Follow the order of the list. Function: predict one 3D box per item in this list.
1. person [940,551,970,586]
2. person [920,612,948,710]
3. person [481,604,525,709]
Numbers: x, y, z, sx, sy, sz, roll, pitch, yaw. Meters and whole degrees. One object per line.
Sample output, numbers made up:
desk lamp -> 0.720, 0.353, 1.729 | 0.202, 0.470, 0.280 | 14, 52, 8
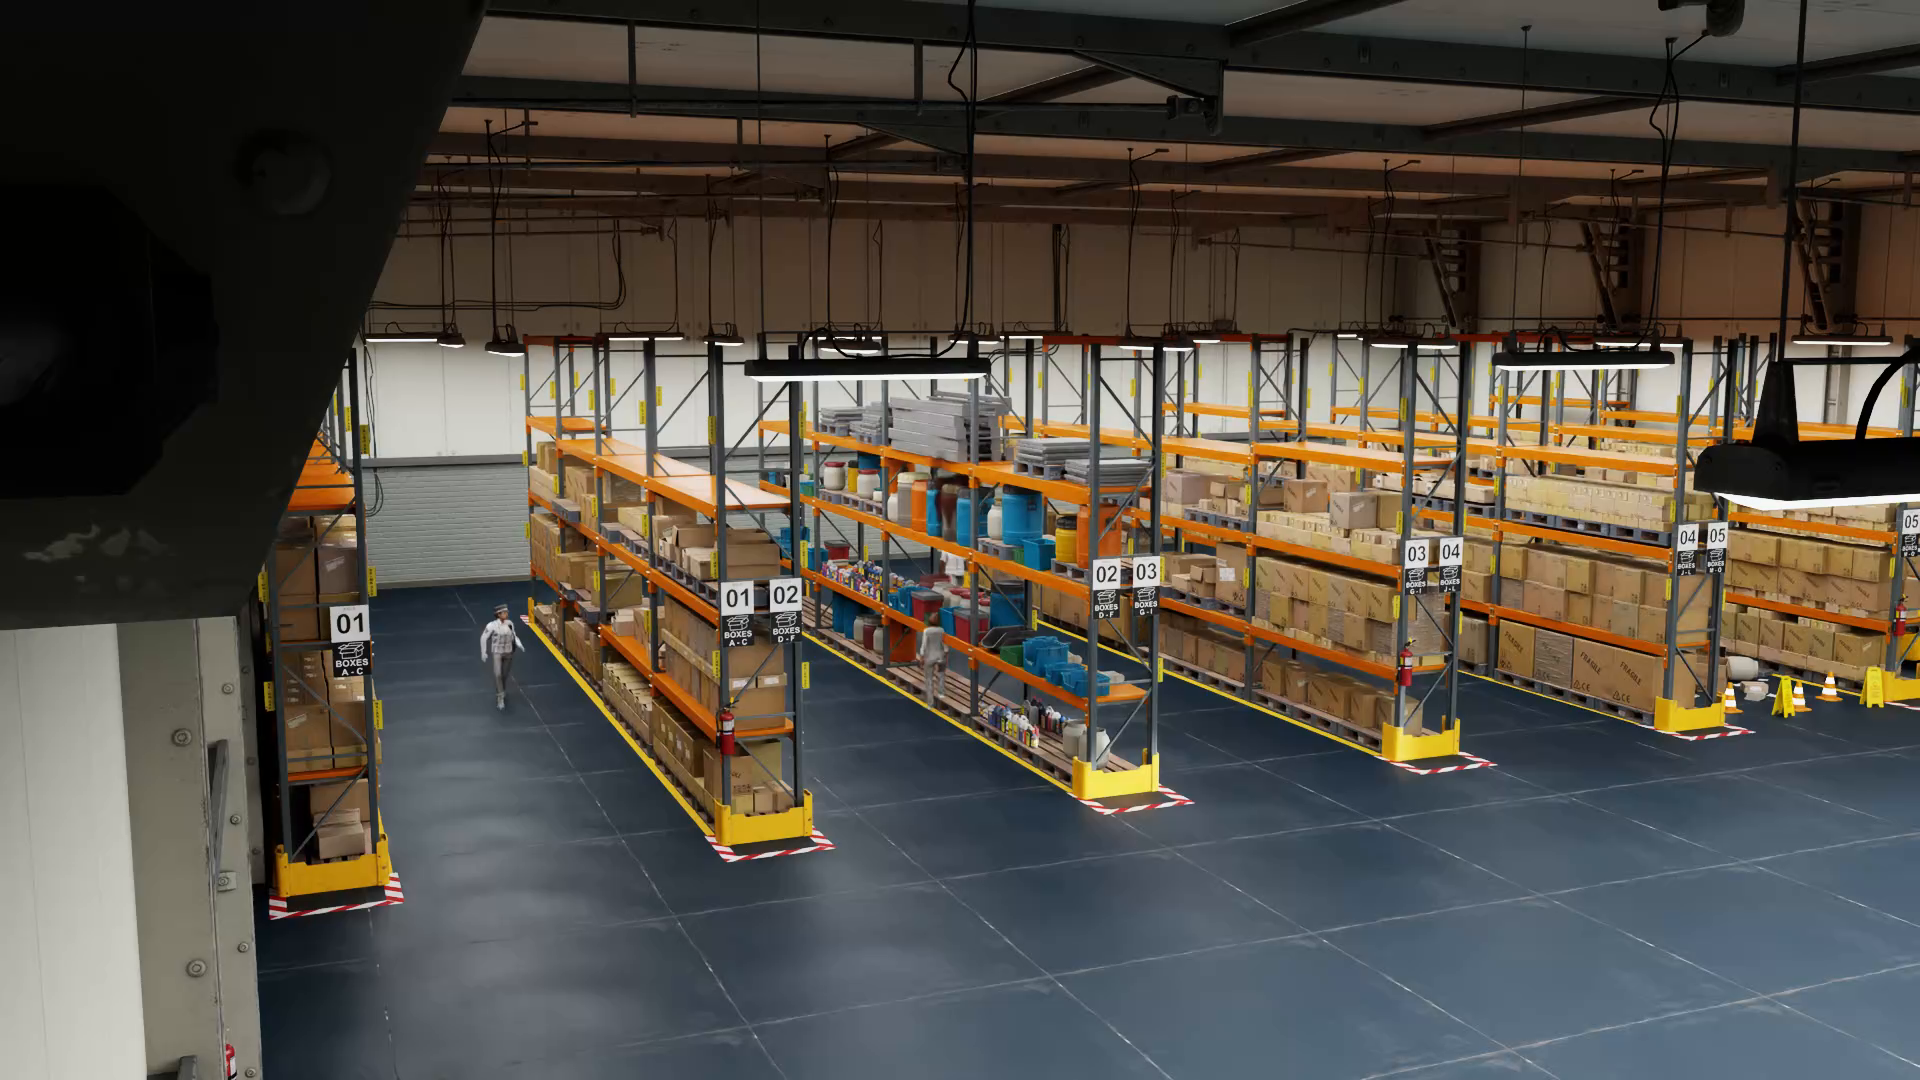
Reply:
person -> -0.077, 0.721, 35.754 | 0.586, 1.718, 1.058 | -4, 8, -25
person -> -0.427, 1.943, 26.948 | 0.467, 1.594, 0.455 | -2, 8, -12
person -> -7.562, 1.879, 27.471 | 0.669, 1.673, 0.948 | -3, 8, -22
